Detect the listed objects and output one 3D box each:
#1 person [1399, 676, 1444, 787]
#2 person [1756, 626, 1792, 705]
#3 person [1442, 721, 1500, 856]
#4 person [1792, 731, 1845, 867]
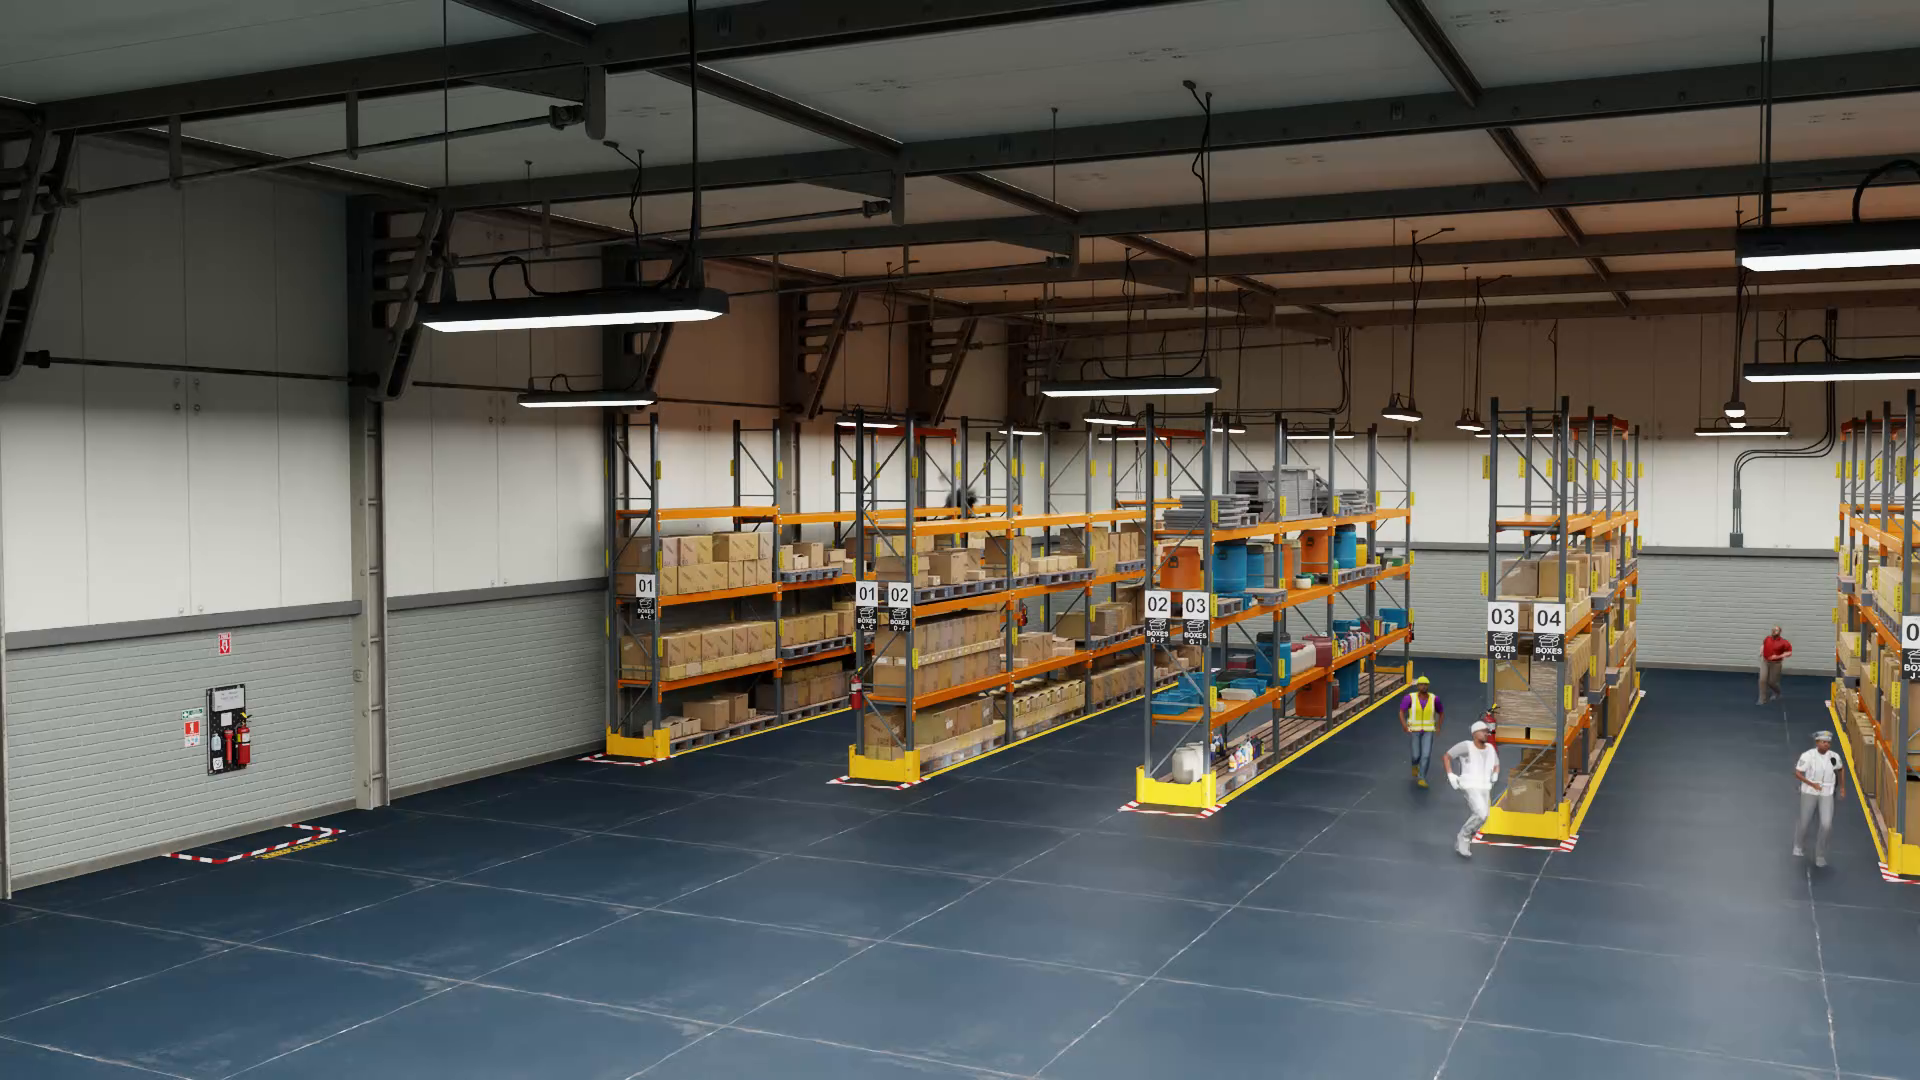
[{"bbox_3d":[7.352,3.028,26.487,0.706,1.731,0.628,1,2,12],"label":"person"},{"bbox_3d":[17.415,2.684,35.540,0.786,1.702,0.705,-2,3,-35],"label":"person"},{"bbox_3d":[6.699,3.227,21.538,0.692,1.745,0.612,-1,3,-28],"label":"person"},{"bbox_3d":[10.964,3.291,21.198,0.612,1.767,0.667,1,2,15],"label":"person"}]
